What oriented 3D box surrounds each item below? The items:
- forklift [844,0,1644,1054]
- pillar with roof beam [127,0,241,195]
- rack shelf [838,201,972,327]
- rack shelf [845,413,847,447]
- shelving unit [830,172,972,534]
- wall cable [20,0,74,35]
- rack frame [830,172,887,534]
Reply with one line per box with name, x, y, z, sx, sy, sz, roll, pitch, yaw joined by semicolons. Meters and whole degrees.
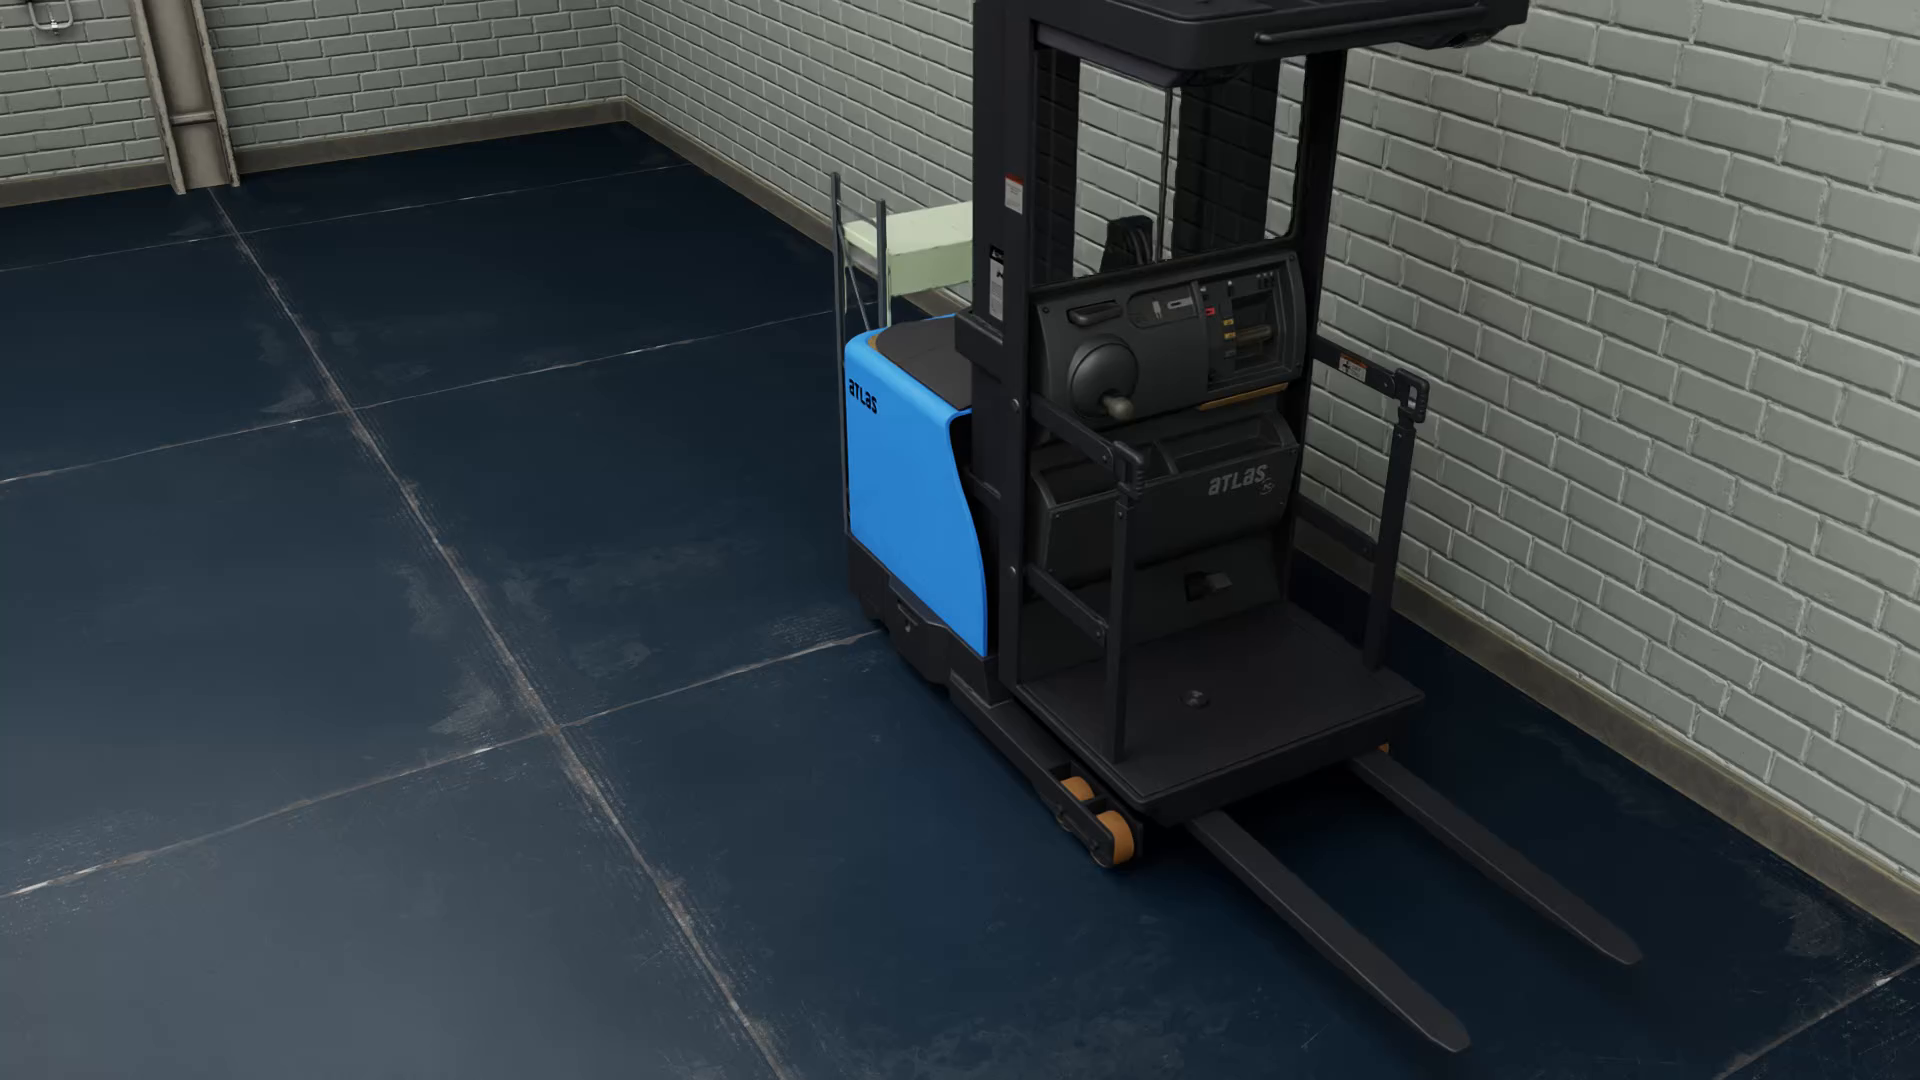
forklift;0.743;-0.559;4.729;1.130;2.935;3.031;-15;32;-26
pillar with roof beam;-2.821;-4.506;5.602;0.400;9.000;9.100;-16;33;-26
rack shelf;-0.048;-1.036;6.267;0.720;0.370;0.431;-15;32;-26
rack shelf;-0.048;-0.409;6.612;0.720;0.370;0.431;-15;32;-26
shelving unit;-0.048;-0.694;6.455;0.755;1.500;0.431;-15;32;-26
wall cable;-6.267;-3.804;9.487;1.851;1.984;0.084;-16;33;-26
rack frame;-0.366;-0.607;6.297;0.023;1.500;0.400;-15;32;-26
